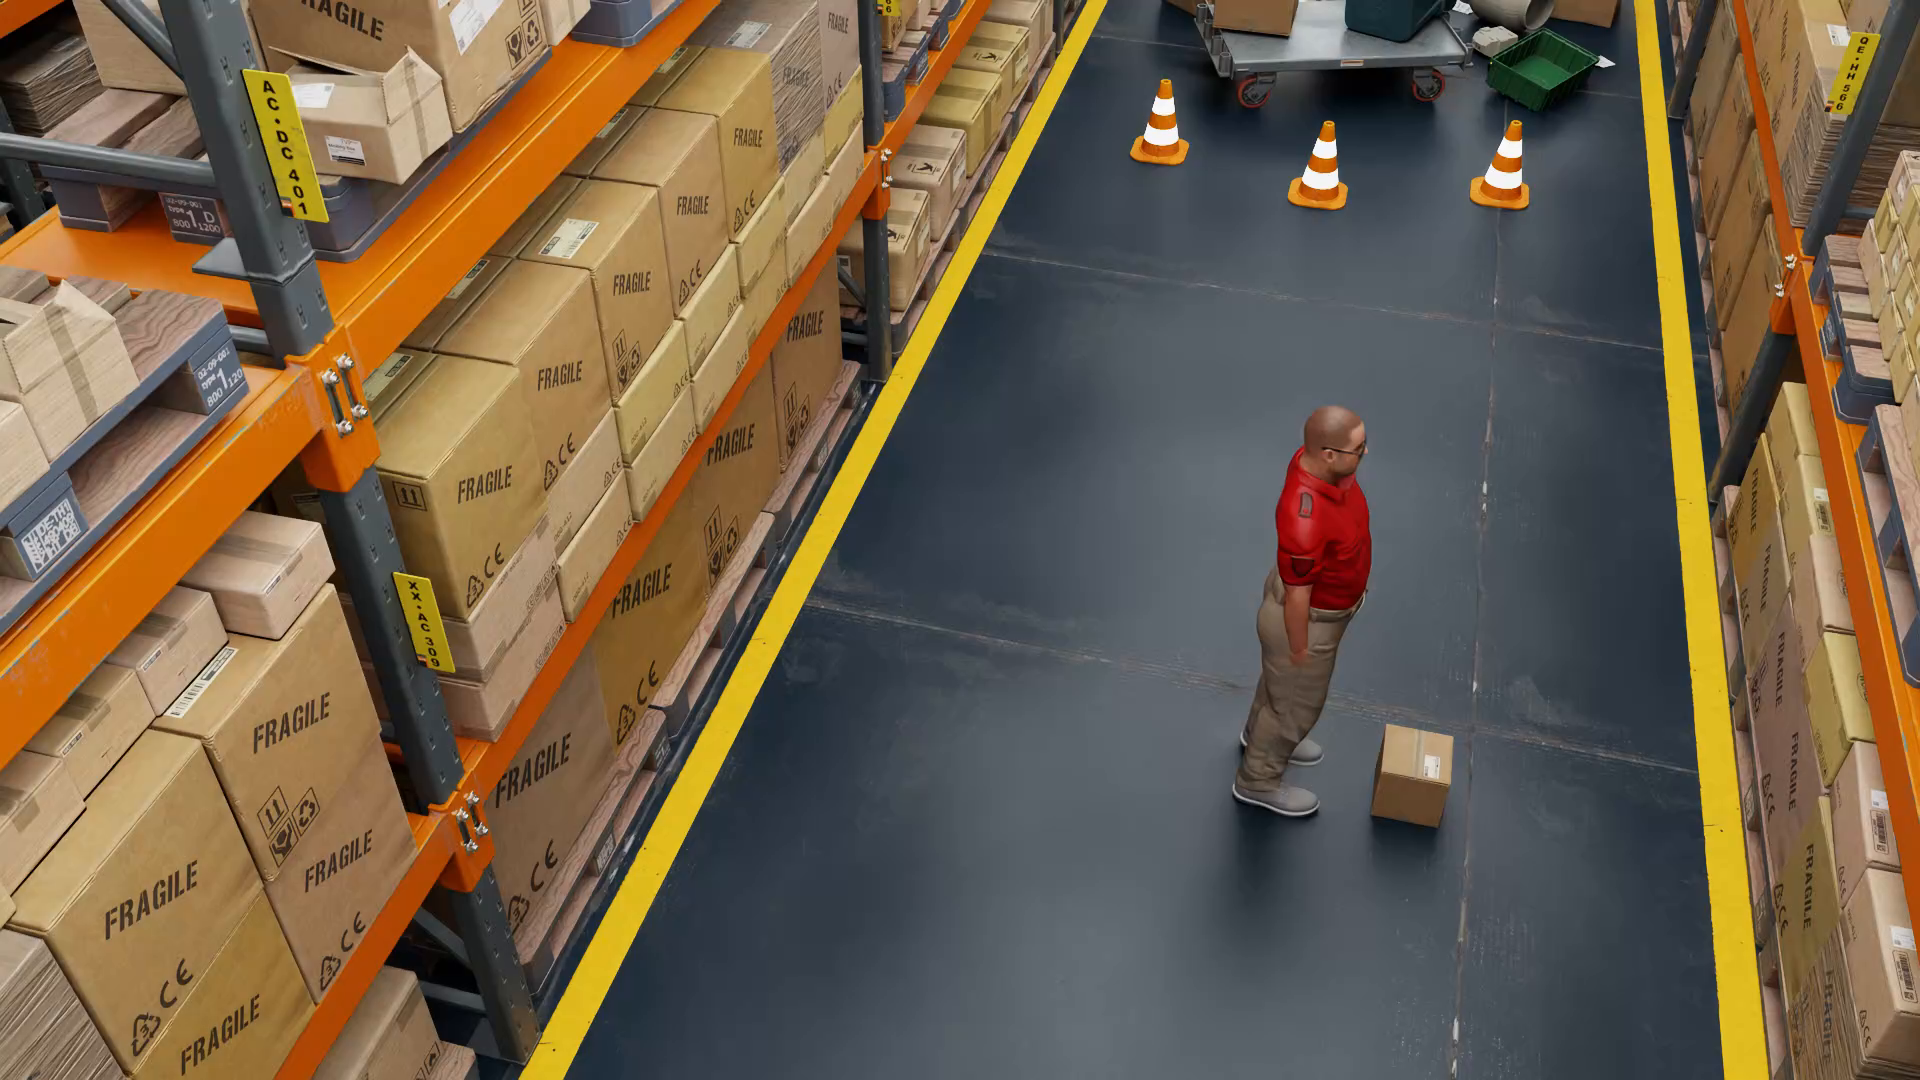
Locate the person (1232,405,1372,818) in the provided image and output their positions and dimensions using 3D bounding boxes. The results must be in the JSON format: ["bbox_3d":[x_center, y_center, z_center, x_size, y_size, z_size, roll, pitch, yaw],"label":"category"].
[{"bbox_3d":[1.247,0.248,5.897,0.360,1.733,0.527,11,42,12],"label":"person"}]
